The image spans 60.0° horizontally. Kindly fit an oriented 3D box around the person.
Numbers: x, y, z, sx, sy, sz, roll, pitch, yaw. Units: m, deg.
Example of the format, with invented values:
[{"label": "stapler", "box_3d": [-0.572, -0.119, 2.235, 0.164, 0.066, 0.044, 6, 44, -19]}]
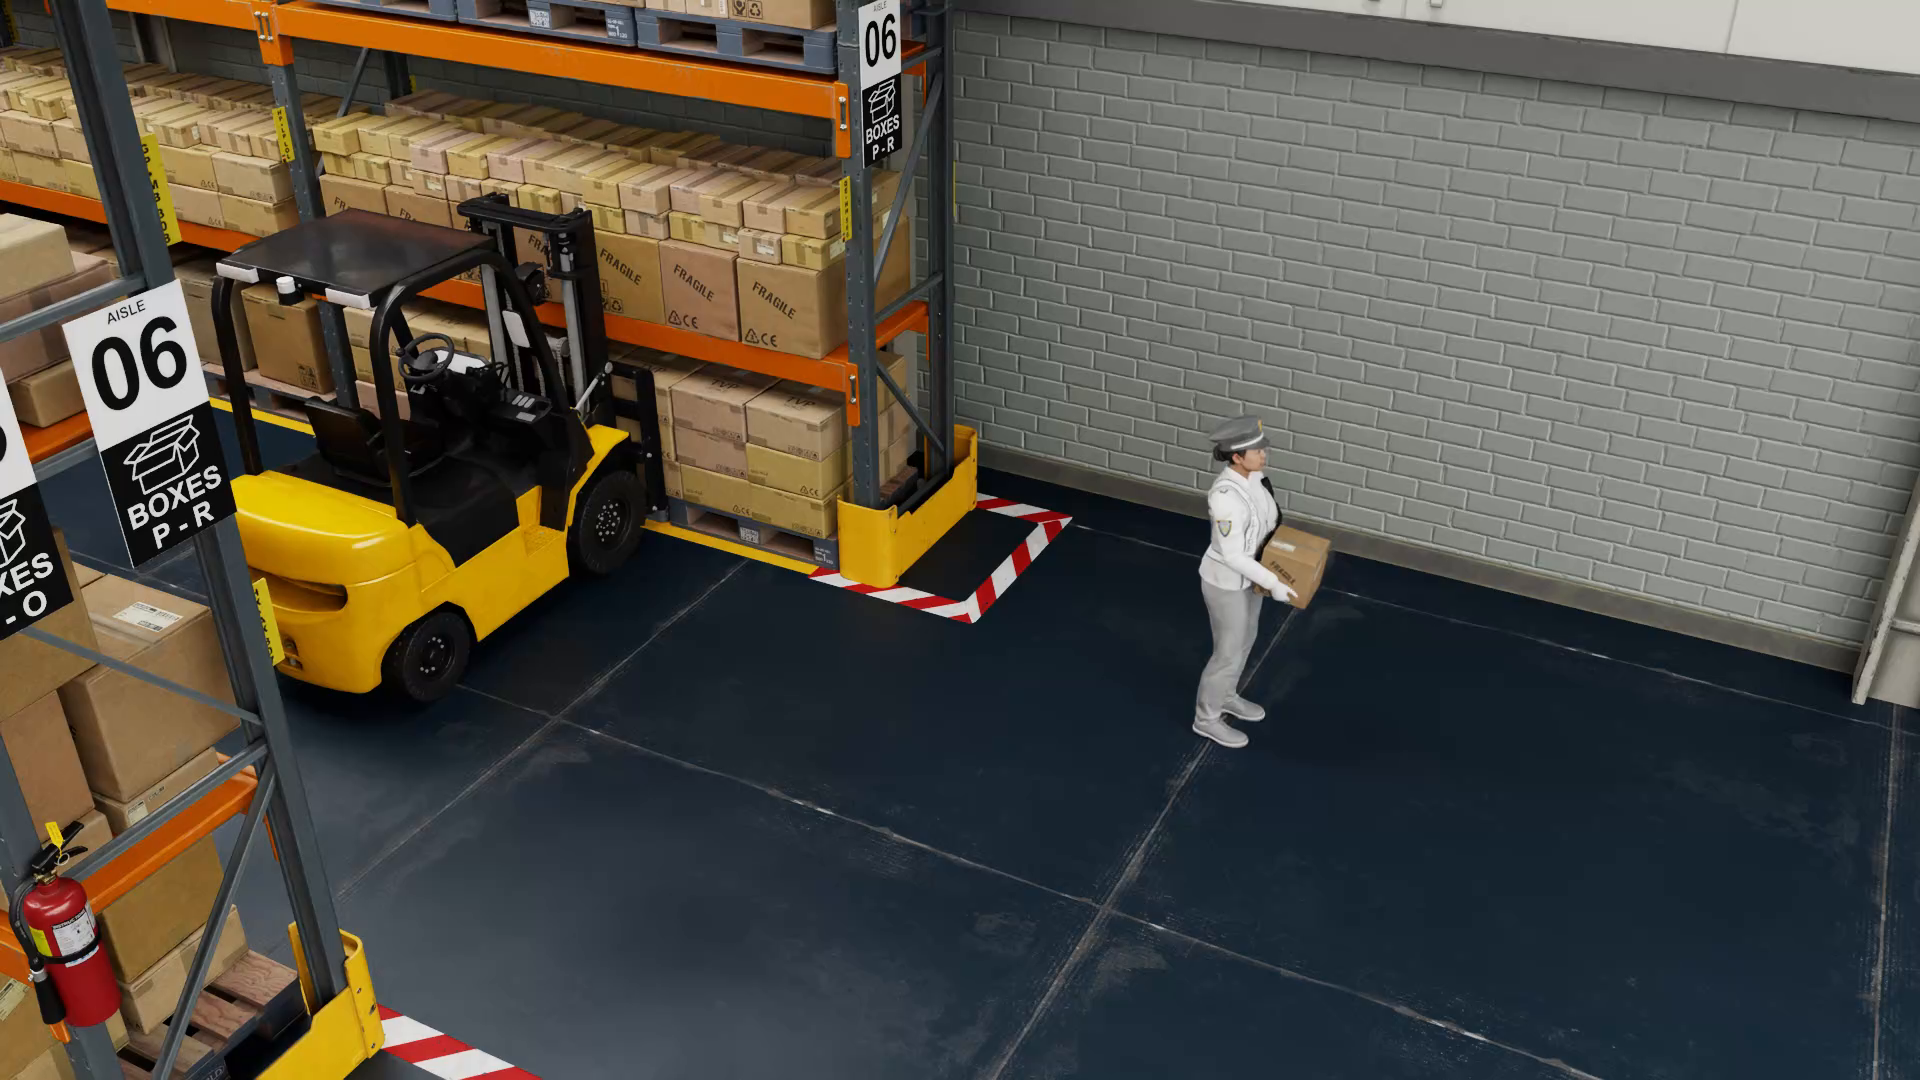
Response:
[{"label": "person", "box_3d": [1.386, 0.199, 7.912, 0.529, 1.692, 0.479, 14, 33, 23]}]
